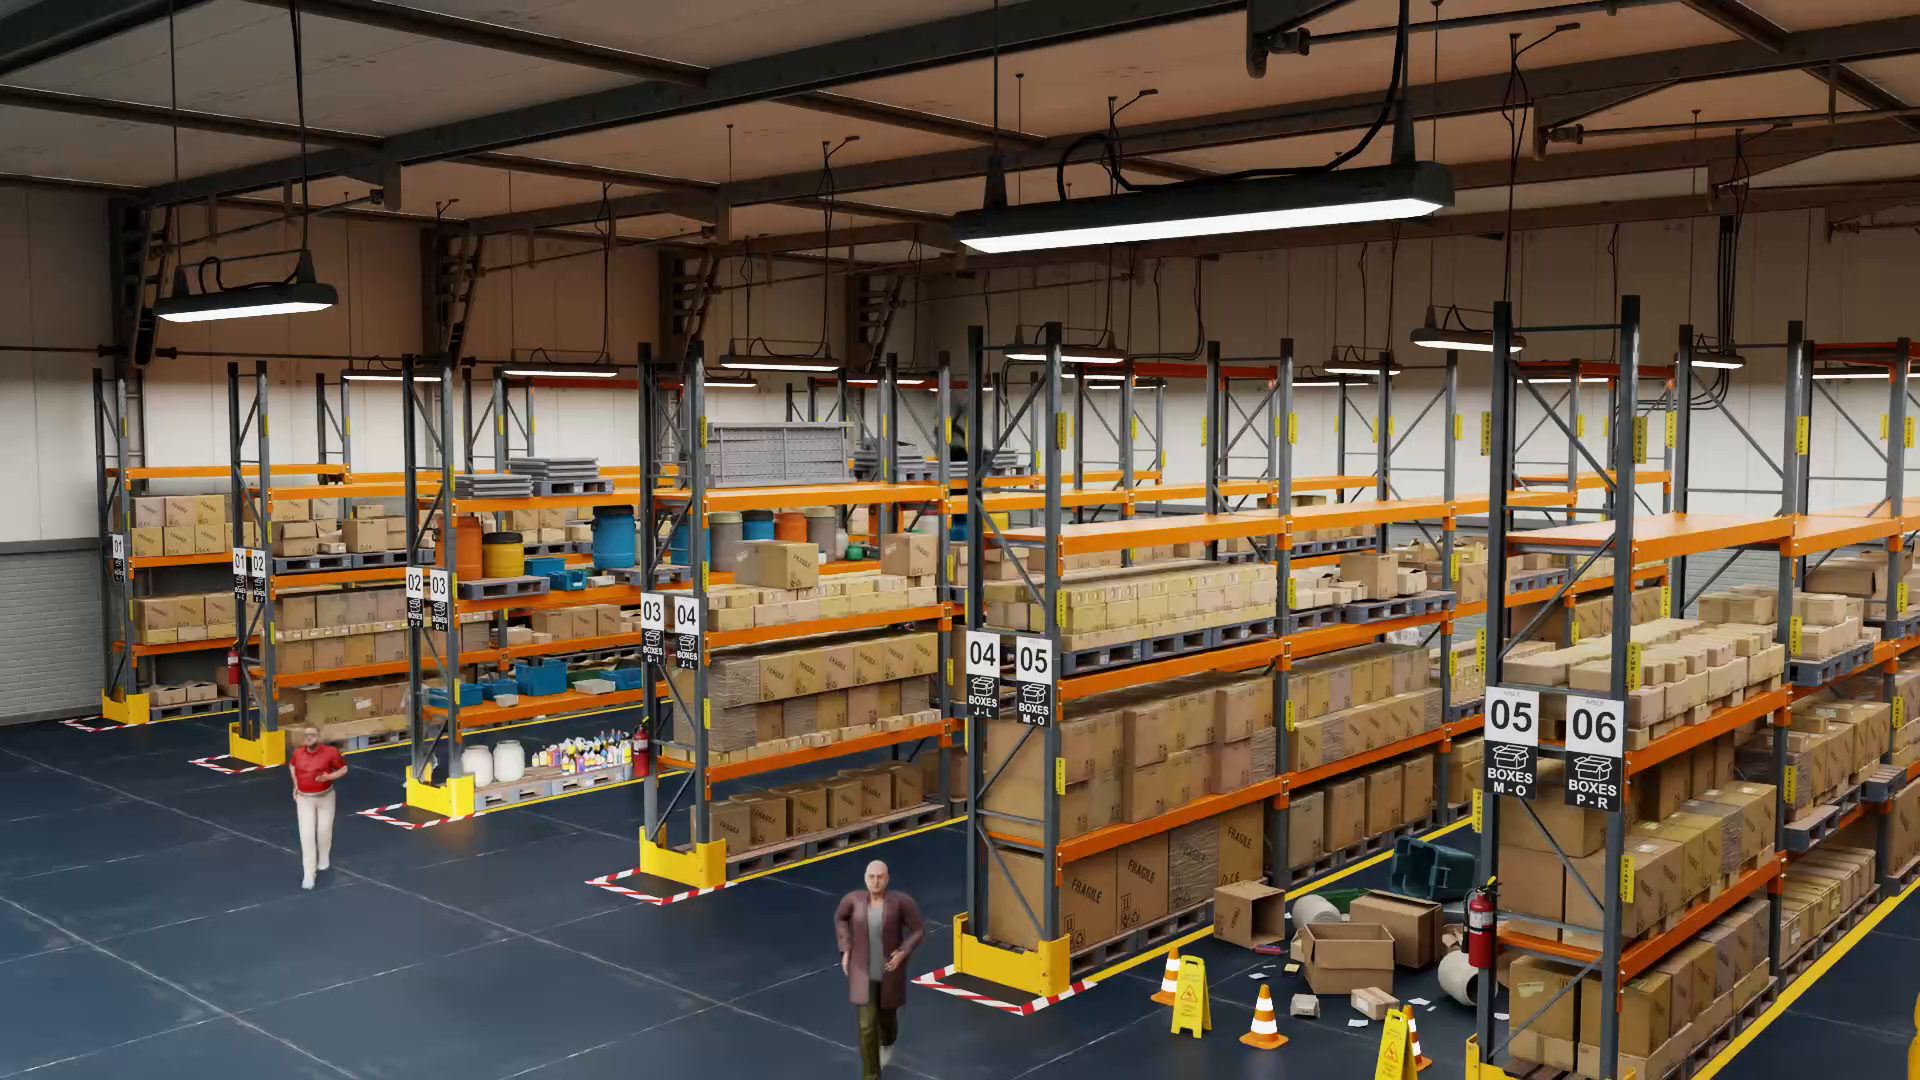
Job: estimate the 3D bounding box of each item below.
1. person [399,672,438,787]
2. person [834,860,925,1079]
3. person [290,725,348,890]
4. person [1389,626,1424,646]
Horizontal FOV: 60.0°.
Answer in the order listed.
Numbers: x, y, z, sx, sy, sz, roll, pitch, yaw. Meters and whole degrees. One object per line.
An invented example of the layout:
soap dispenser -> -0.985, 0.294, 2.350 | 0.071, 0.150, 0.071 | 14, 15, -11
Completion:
person -> -7.658, 2.631, 23.578 | 0.560, 1.638, 0.752 | 2, 5, 26
person -> -0.625, 3.340, 12.826 | 0.717, 1.789, 0.984 | 0, 4, -1
person -> -7.181, 2.937, 18.617 | 0.640, 1.765, 0.910 | -1, 4, -14
person -> 8.438, 2.038, 31.231 | 0.611, 1.650, 0.582 | -3, 5, -31
